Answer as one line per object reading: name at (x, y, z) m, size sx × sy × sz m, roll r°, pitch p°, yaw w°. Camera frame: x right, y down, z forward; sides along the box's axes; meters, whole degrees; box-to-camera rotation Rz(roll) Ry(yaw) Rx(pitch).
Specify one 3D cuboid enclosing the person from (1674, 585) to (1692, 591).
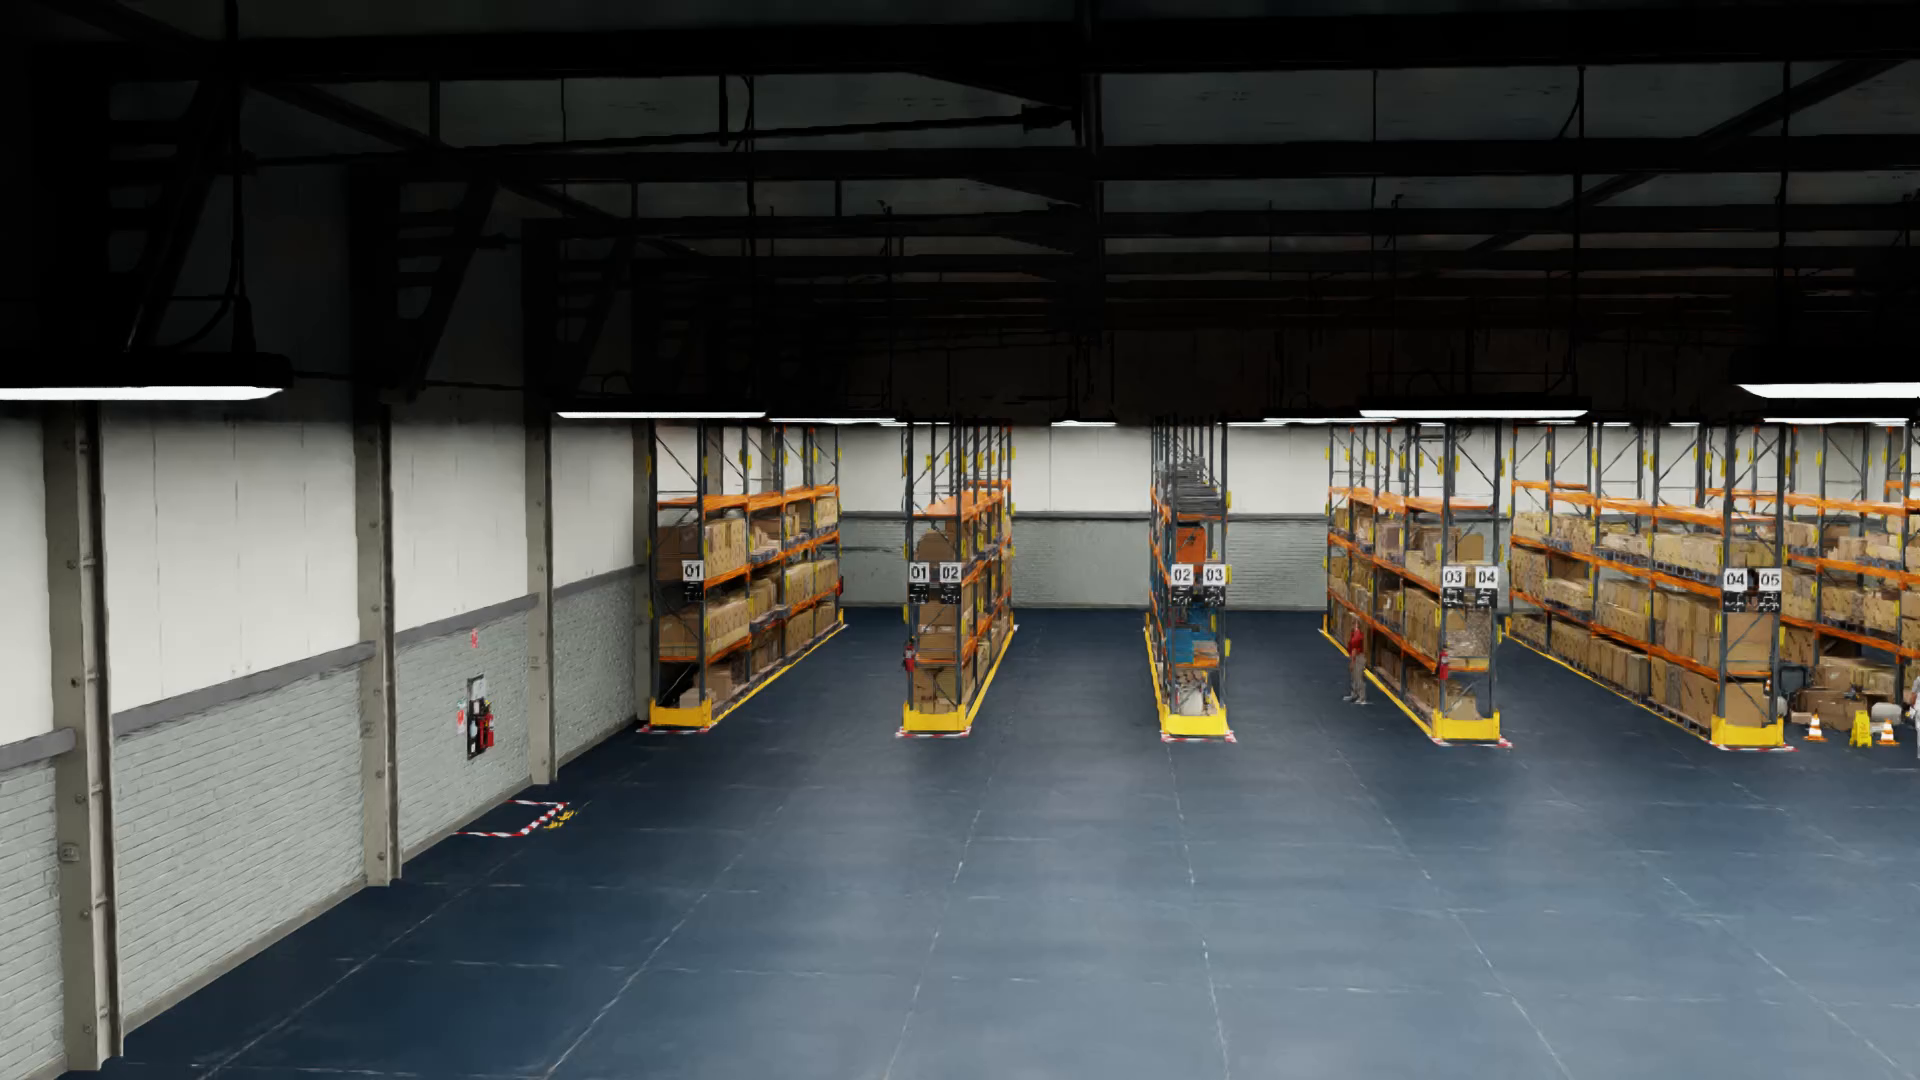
person at (21.379, 1.530, 48.970) m, size 0.539 × 1.760 × 0.688 m, roll -2°, pitch 5°, yaw -32°

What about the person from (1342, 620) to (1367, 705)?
person at (8.196, 2.525, 34.497) m, size 0.552 × 1.726 × 0.642 m, roll 2°, pitch 4°, yaw 23°

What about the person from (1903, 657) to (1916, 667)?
person at (22.629, 2.244, 39.316) m, size 0.561 × 1.640 × 0.588 m, roll 2°, pitch 4°, yaw 31°

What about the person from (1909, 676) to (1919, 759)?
person at (16.623, 2.922, 28.447) m, size 0.555 × 1.703 × 0.931 m, roll 1°, pitch 4°, yaw 14°
